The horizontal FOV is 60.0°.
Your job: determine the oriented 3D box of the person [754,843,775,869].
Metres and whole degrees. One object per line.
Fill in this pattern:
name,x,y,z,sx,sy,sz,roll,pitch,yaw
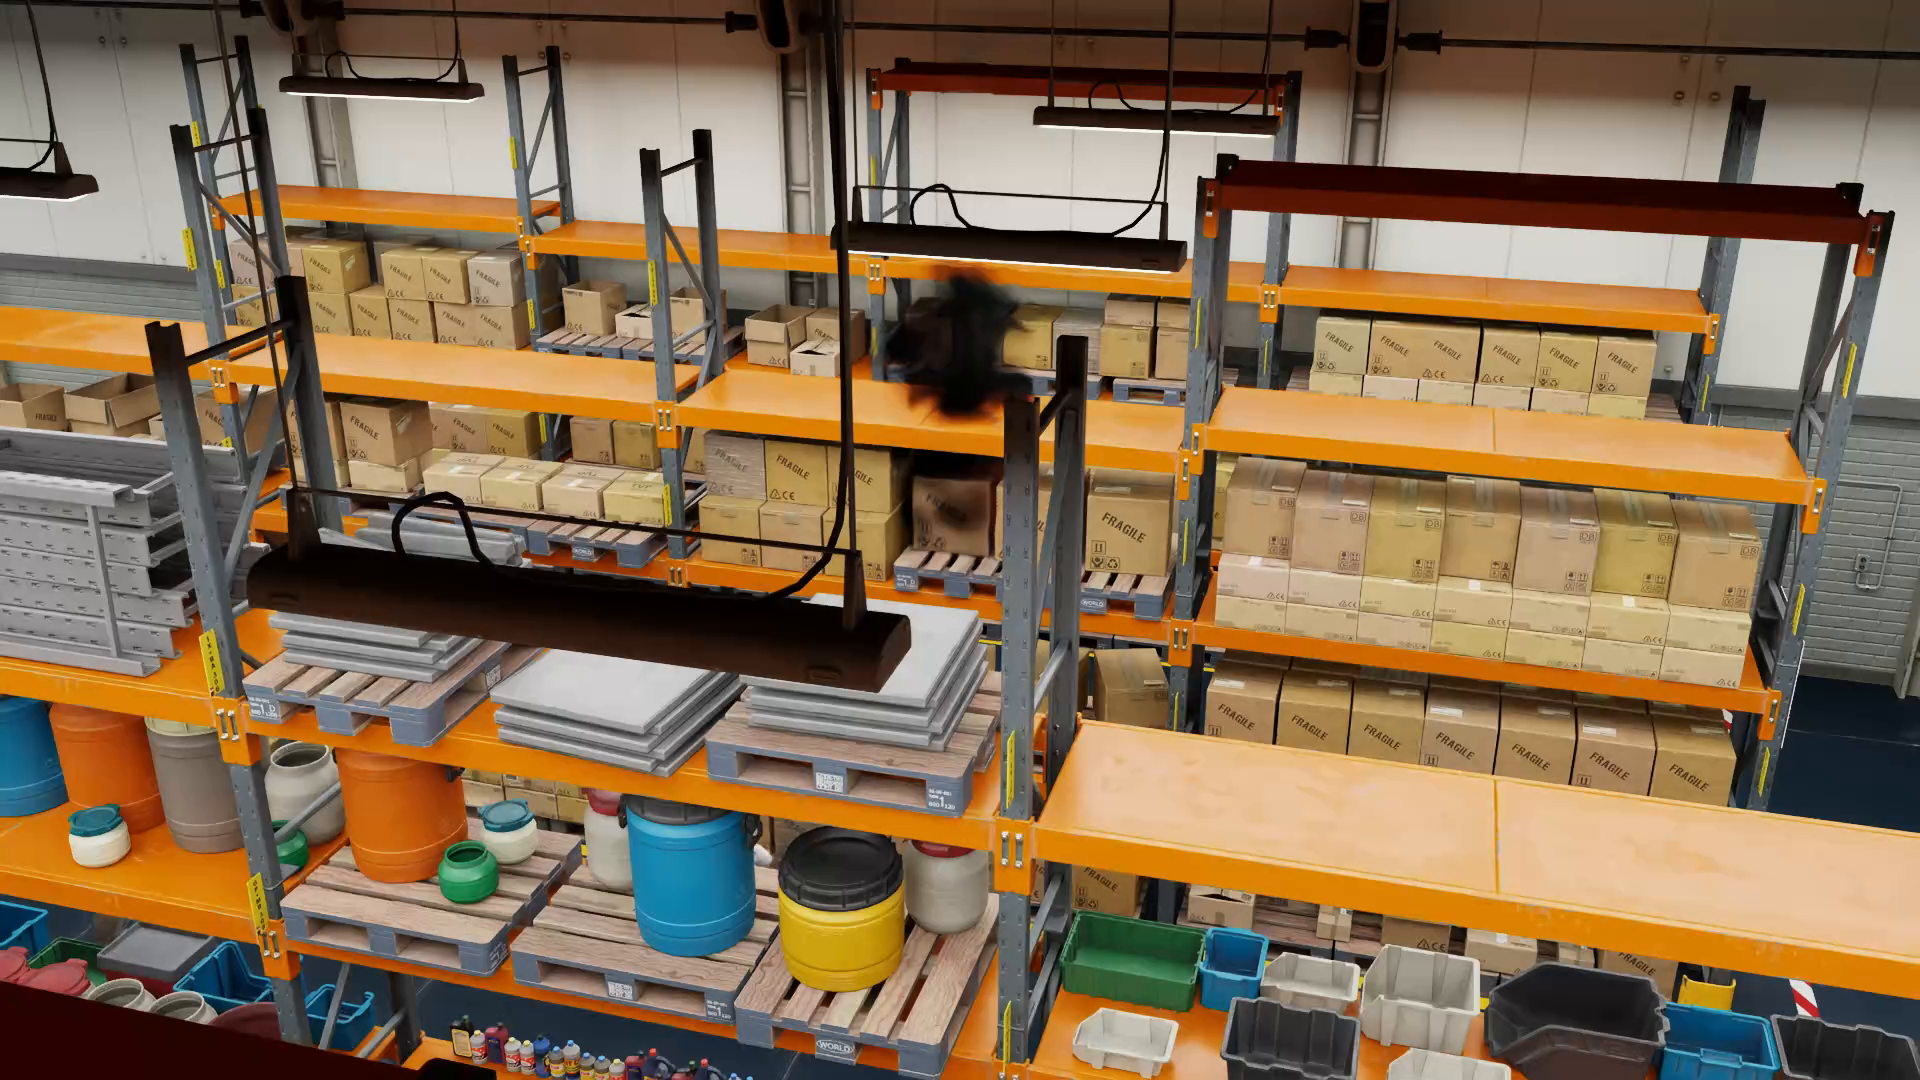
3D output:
person,-1.613,2.770,11.850,0.719,1.850,0.648,4,23,10

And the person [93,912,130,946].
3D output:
person,-6.165,2.656,12.257,0.723,1.625,0.569,7,24,17
